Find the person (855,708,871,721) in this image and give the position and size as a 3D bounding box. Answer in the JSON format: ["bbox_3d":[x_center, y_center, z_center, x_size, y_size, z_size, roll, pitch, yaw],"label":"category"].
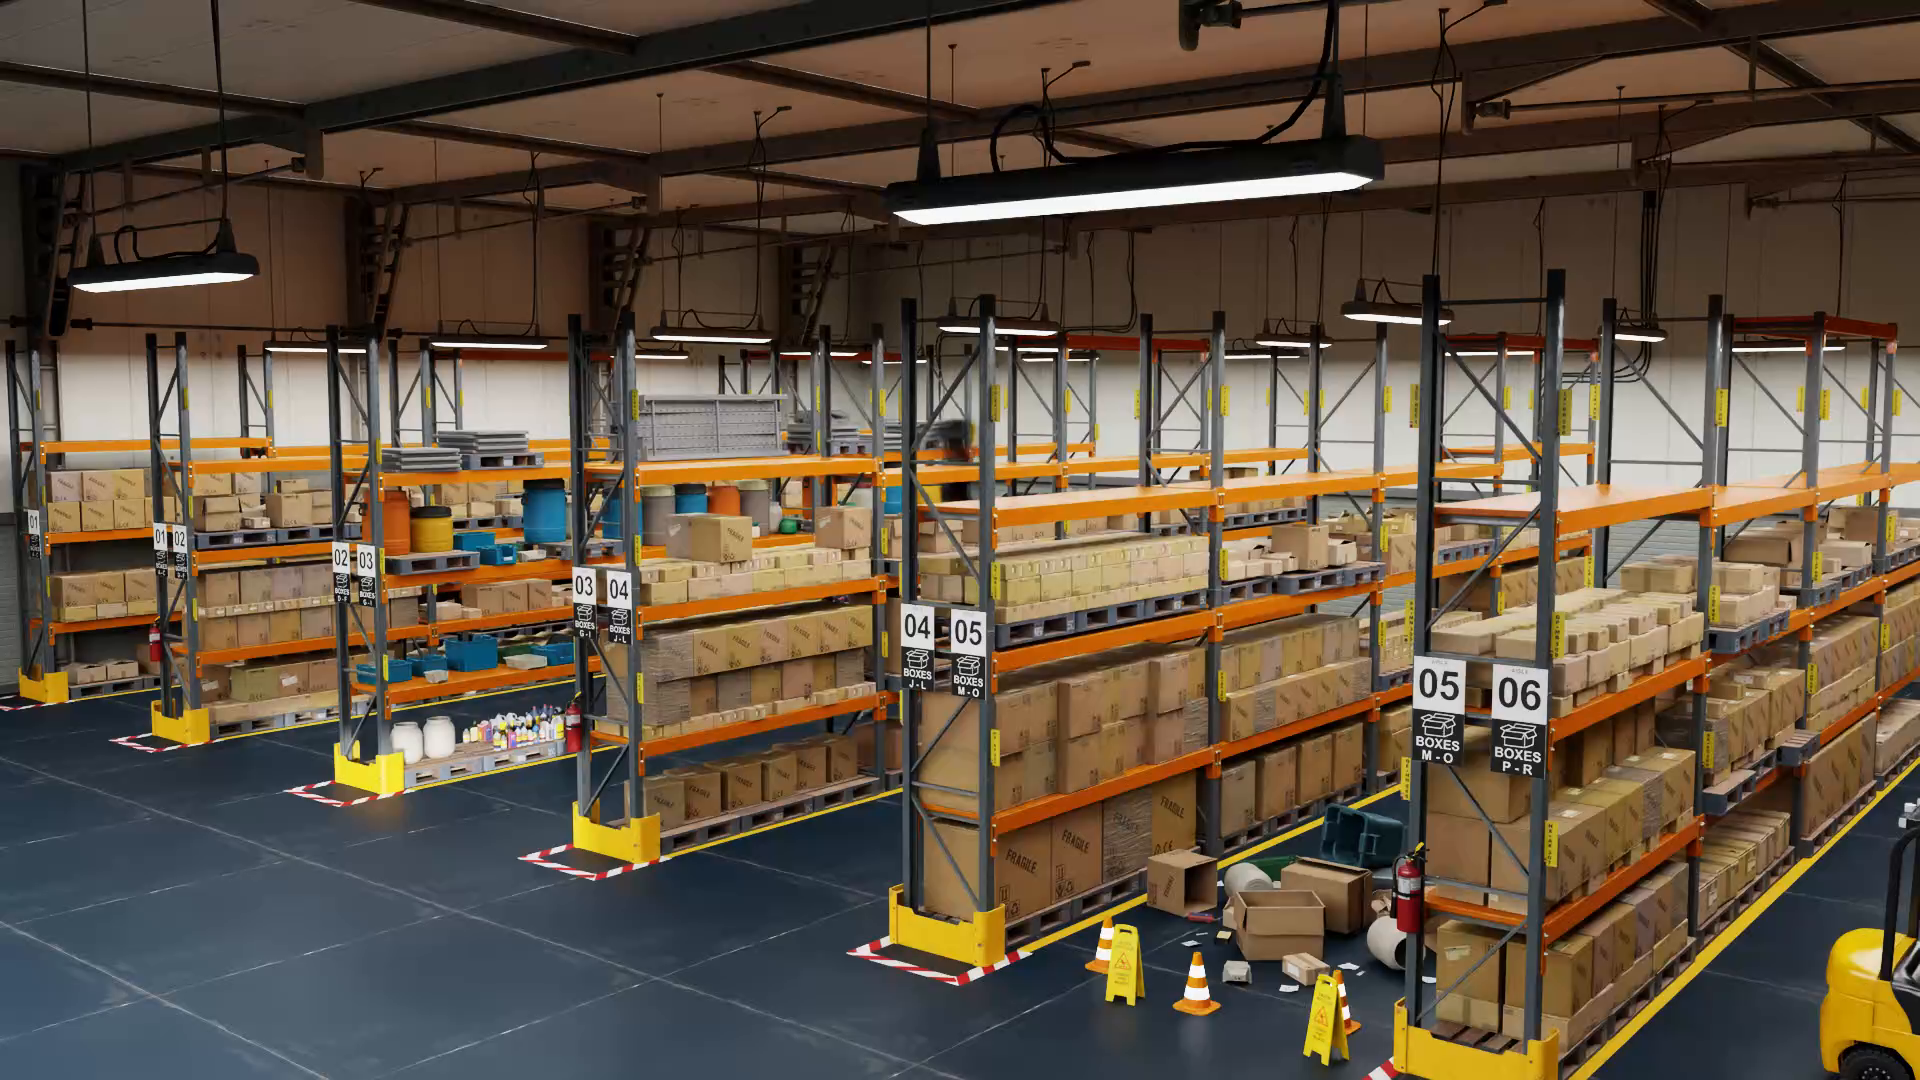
[{"bbox_3d":[-1.565,1.974,26.249,0.528,1.712,0.803,3,6,33],"label":"person"}]
